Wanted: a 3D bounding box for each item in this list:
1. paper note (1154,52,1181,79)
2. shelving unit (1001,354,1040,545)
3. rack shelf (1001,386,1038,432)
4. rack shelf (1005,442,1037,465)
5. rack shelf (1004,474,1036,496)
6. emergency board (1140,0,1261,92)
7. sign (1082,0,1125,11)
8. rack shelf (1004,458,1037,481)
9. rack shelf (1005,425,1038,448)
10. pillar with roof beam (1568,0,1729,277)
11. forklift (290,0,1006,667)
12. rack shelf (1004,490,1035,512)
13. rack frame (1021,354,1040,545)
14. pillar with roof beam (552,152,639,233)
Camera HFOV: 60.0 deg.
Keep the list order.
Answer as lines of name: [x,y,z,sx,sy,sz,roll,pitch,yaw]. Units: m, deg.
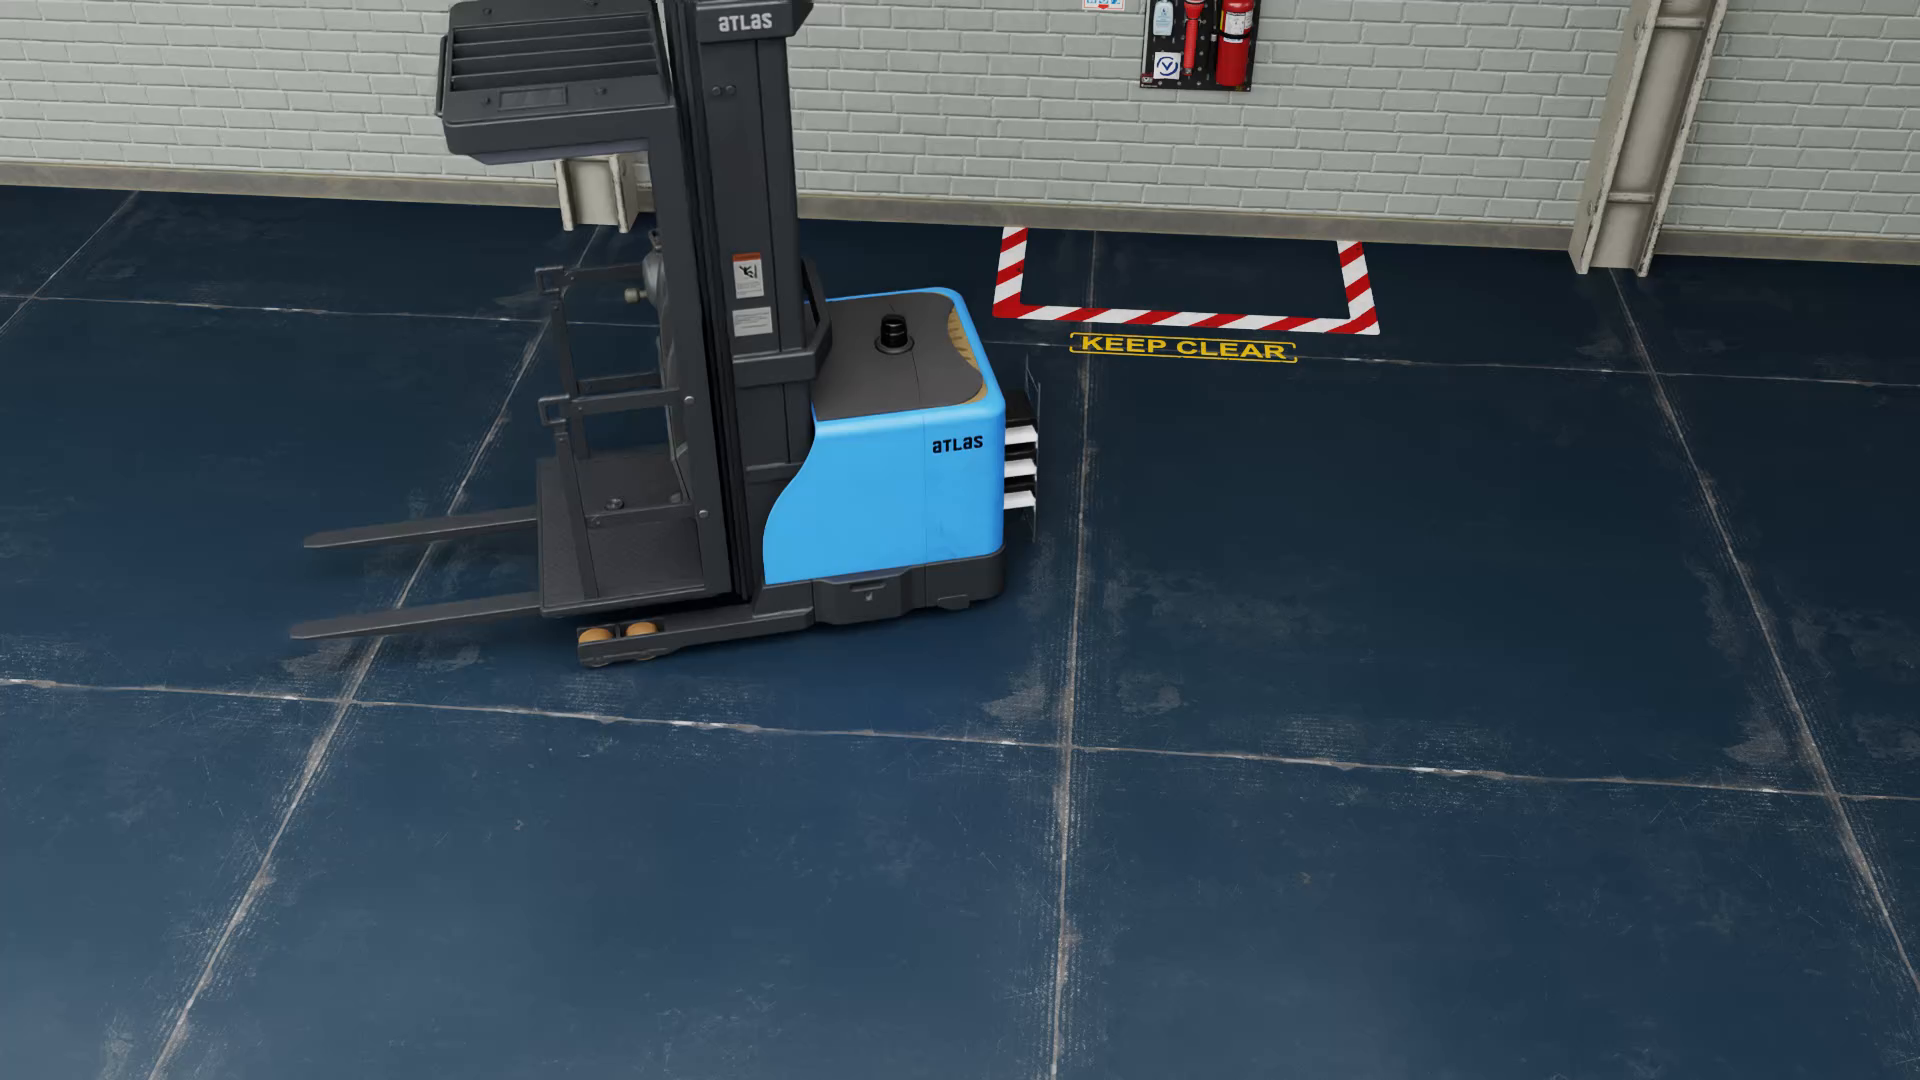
paper note: [1.165,-2.666,9.346,0.142,0.148,0.016,3,39,4]
shelving unit: [0.219,-0.385,7.510,0.210,0.900,0.258,-8,40,-9]
rack shelf: [0.219,-0.569,7.361,0.200,0.077,0.258,-8,40,-9]
rack shelf: [0.219,-0.429,7.475,0.200,0.077,0.258,-8,40,-9]
rack shelf: [0.219,-0.290,7.588,0.200,0.077,0.258,-8,40,-9]
emergency board: [1.335,-2.954,9.003,0.643,1.169,0.194,3,39,4]
sign: [0.793,-3.063,9.109,0.234,0.329,0.001,3,39,4]
rack shelf: [0.219,-0.359,7.531,0.200,0.077,0.258,-8,40,-9]
rack shelf: [0.219,-0.499,7.418,0.200,0.077,0.258,-8,40,-9]
pillar with roof beam: [3.422,-2.415,3.588,0.400,9.000,9.100,3,39,4]
forklift: [-1.370,-0.963,6.611,3.031,2.935,1.130,-8,40,-9]
rack shelf: [0.219,-0.220,7.645,0.200,0.077,0.258,-8,40,-9]
rack frame: [0.318,-0.398,7.527,0.006,0.900,0.240,-8,40,-9]
pillar with roof beam: [-2.555,-2.742,3.990,0.400,9.000,9.100,3,39,4]
